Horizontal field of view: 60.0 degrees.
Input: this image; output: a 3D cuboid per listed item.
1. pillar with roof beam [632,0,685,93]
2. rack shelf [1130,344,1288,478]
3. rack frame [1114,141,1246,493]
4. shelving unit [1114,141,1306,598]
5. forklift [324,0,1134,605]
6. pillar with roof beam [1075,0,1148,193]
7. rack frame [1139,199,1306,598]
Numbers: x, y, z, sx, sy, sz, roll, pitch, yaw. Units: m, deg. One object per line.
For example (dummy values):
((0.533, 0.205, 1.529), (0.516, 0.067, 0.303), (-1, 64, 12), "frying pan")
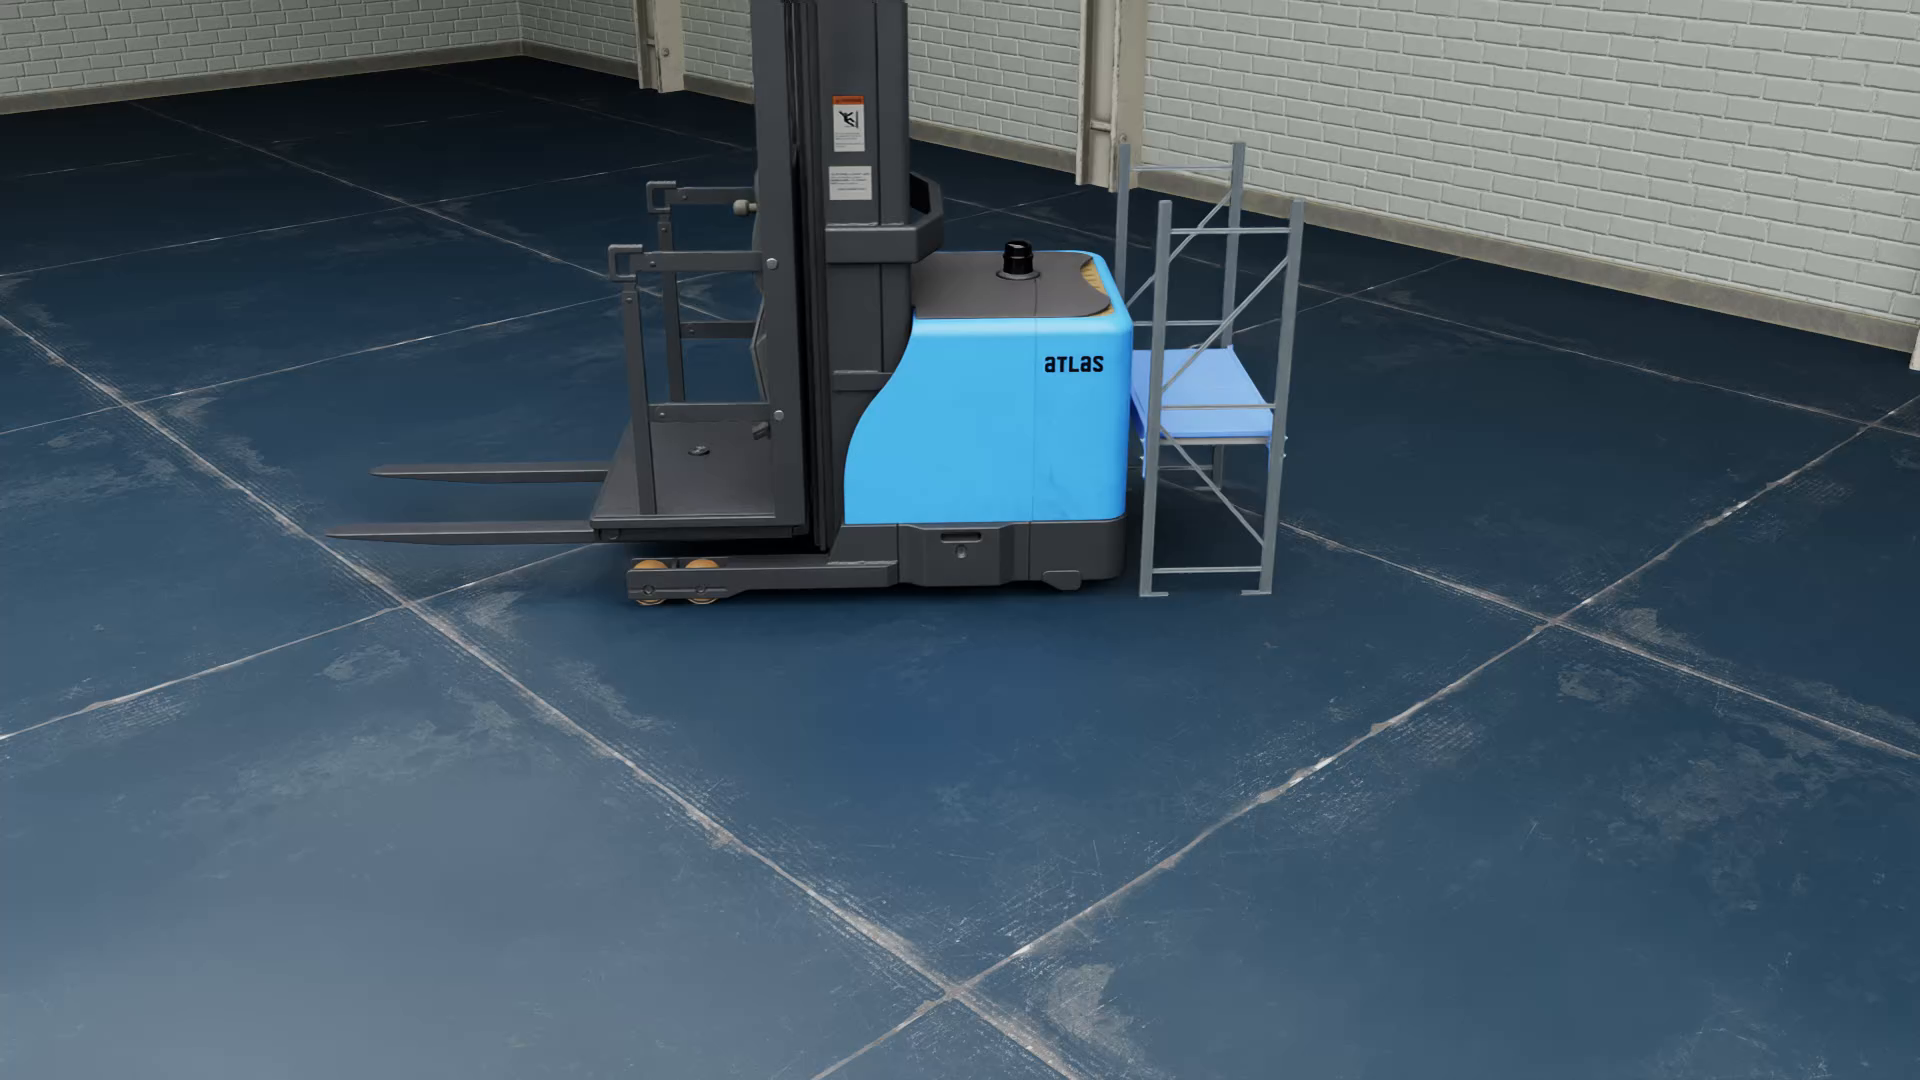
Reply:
((-6.118, -7.394, 12.117), (9.100, 9.000, 0.400), (-21, 32, -38), "pillar with roof beam")
((0.905, -0.523, 6.522), (0.538, 0.185, 1.000), (-1, 25, -2), "rack shelf")
((0.883, -0.897, 6.910), (0.500, 1.500, 0.032), (-1, 25, -2), "rack frame")
((0.905, -0.687, 6.447), (0.538, 1.500, 1.048), (-1, 25, -2), "shelving unit")
((-0.896, -1.313, 6.098), (3.031, 2.935, 1.130), (-1, 25, -2), "forklift")
((-2.017, -5.577, 8.132), (9.100, 9.000, 0.400), (-21, 32, -38), "pillar with roof beam")
((0.928, -0.476, 5.985), (0.500, 1.500, 0.032), (-1, 25, -2), "rack frame")
